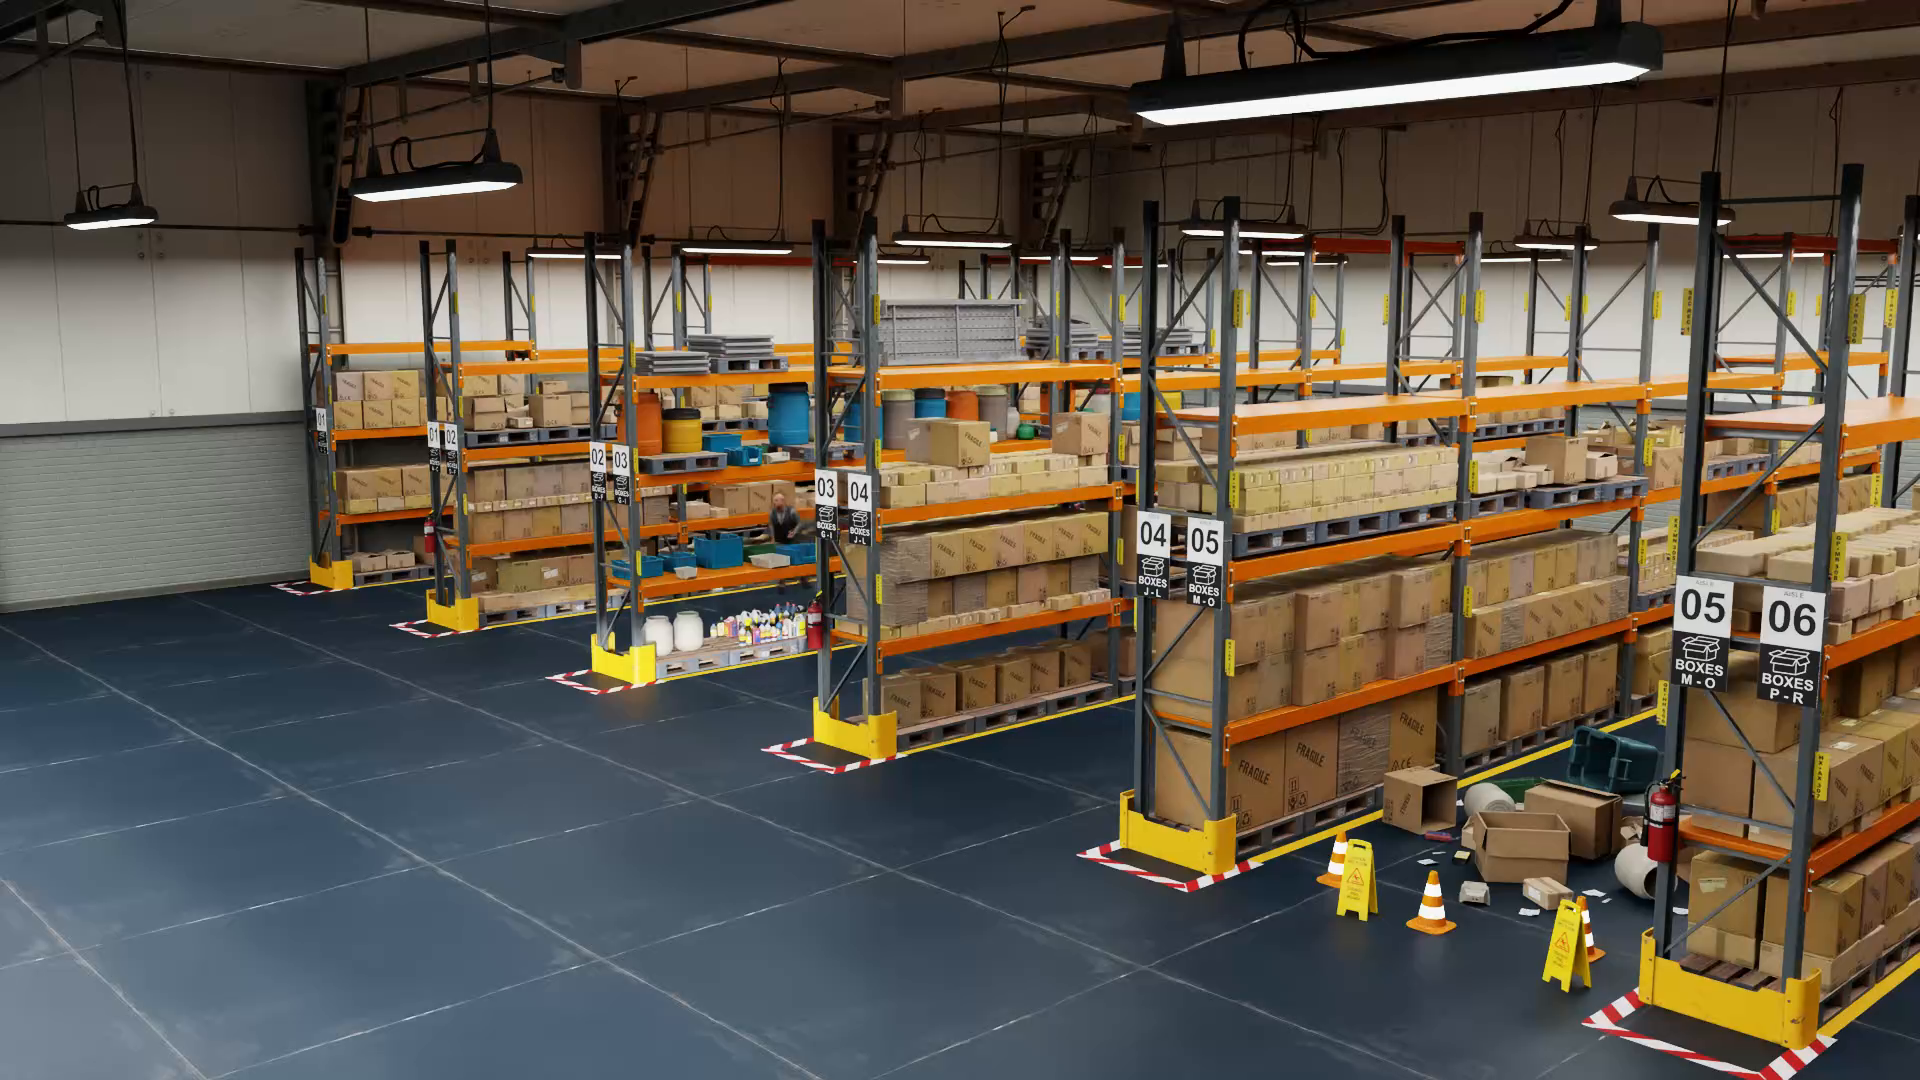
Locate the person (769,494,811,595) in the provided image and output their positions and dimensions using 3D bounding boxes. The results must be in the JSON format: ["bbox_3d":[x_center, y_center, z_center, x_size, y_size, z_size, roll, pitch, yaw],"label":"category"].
[{"bbox_3d":[-2.832,0.061,27.447,0.688,1.680,0.807,0,8,2],"label":"person"}]

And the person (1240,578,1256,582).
[{"bbox_3d":[3.912,1.253,21.311,1.040,1.719,0.753,-8,12,-44],"label":"person"}]
